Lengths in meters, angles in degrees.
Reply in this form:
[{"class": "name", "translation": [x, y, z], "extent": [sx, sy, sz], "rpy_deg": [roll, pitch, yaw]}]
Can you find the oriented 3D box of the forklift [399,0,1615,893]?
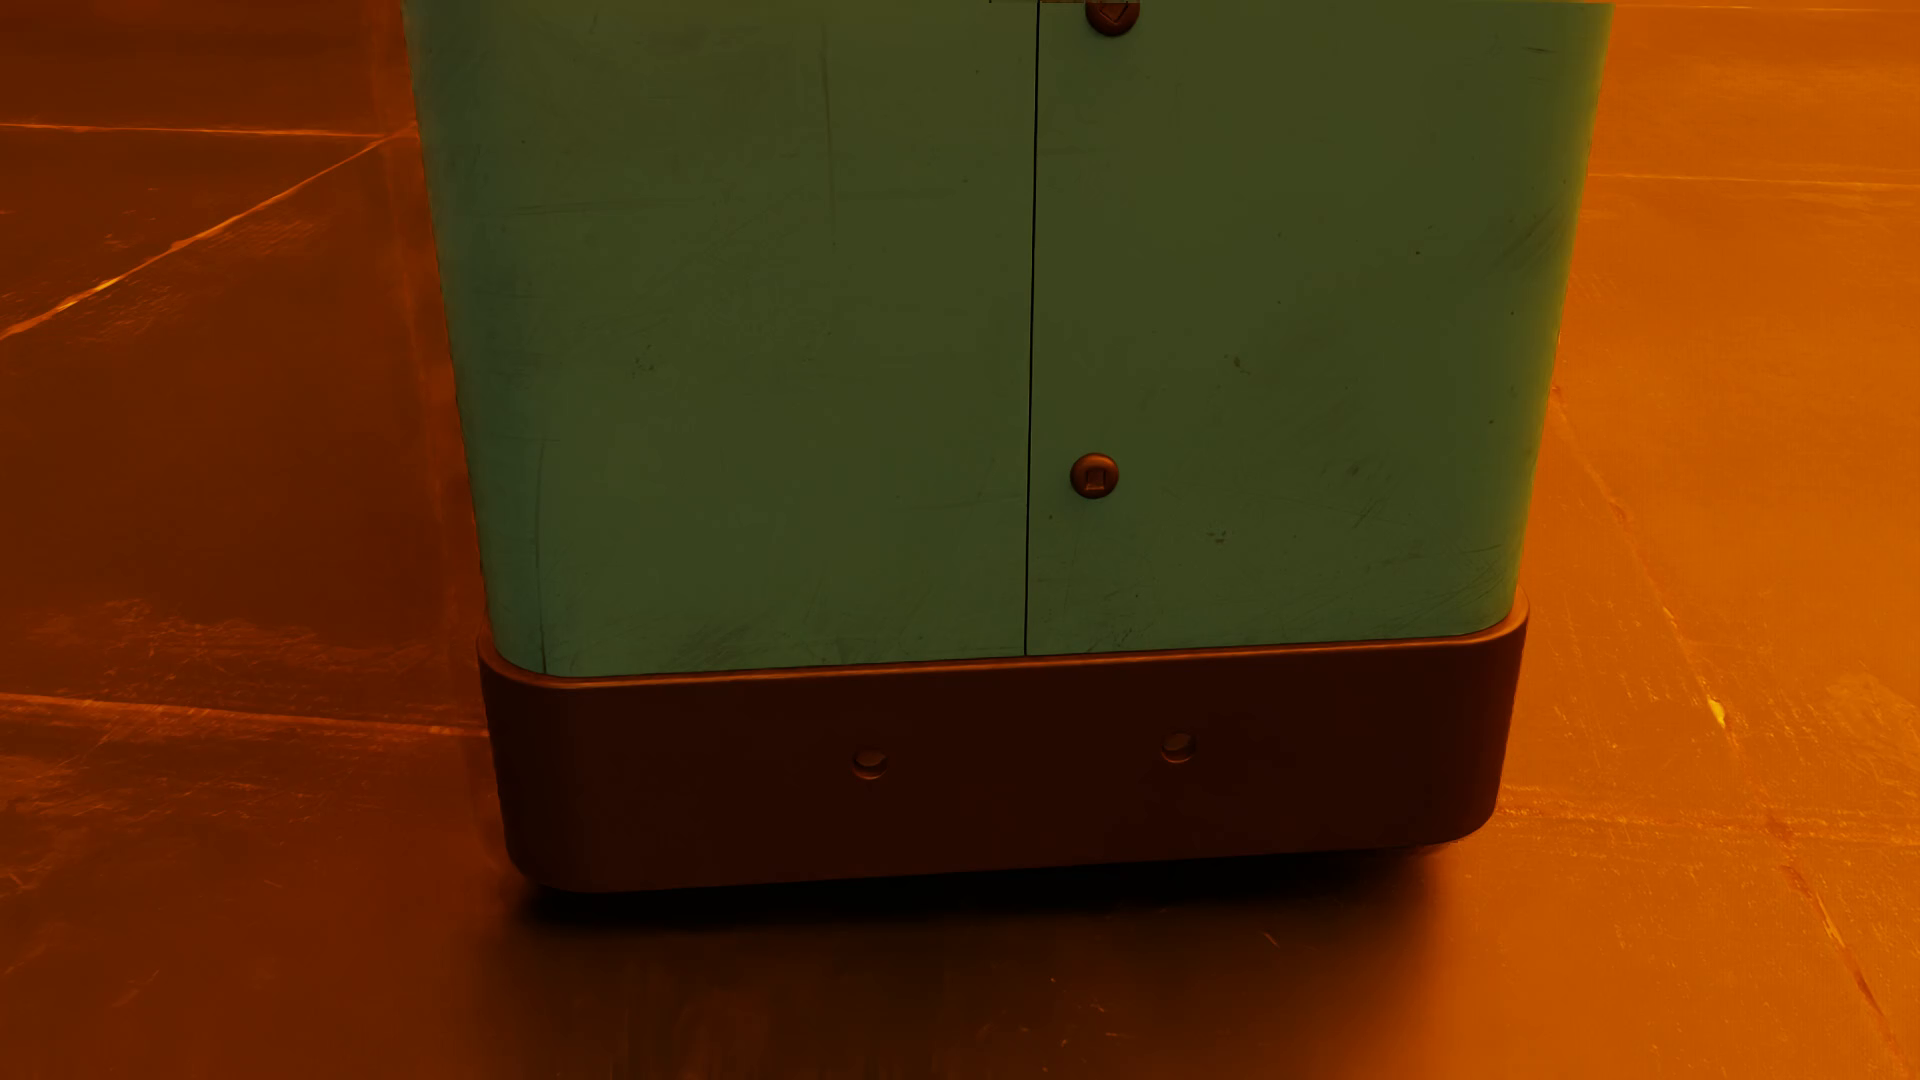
[{"class": "forklift", "translation": [-0.077, -1.589, 2.401], "extent": [1.130, 2.935, 3.031], "rpy_deg": [-2, 27, -5]}]
